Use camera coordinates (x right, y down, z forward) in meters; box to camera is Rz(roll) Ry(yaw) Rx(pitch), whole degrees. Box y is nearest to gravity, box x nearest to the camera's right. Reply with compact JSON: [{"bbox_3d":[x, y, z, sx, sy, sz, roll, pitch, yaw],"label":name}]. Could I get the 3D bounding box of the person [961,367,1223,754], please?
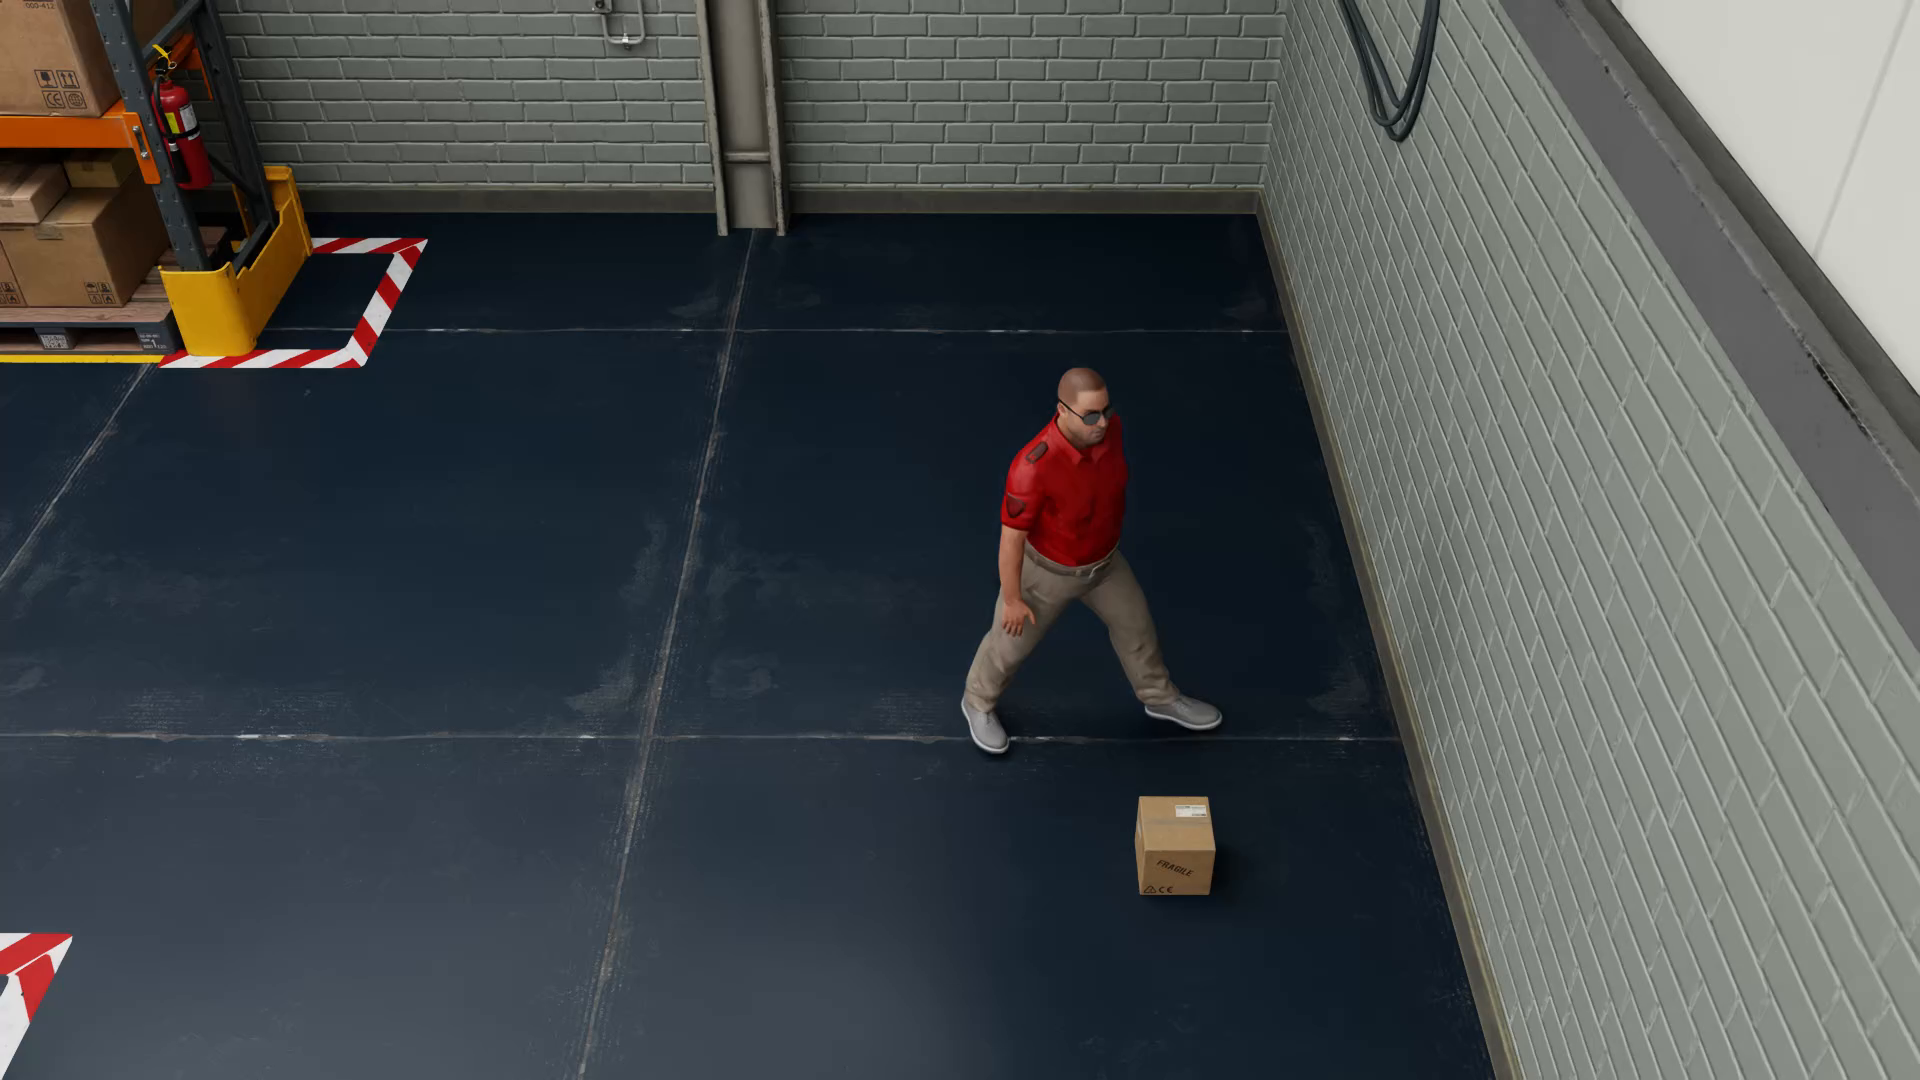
[{"bbox_3d":[0.485,0.093,6.050,0.767,1.688,0.841,-31,48,-32],"label":"person"}]
